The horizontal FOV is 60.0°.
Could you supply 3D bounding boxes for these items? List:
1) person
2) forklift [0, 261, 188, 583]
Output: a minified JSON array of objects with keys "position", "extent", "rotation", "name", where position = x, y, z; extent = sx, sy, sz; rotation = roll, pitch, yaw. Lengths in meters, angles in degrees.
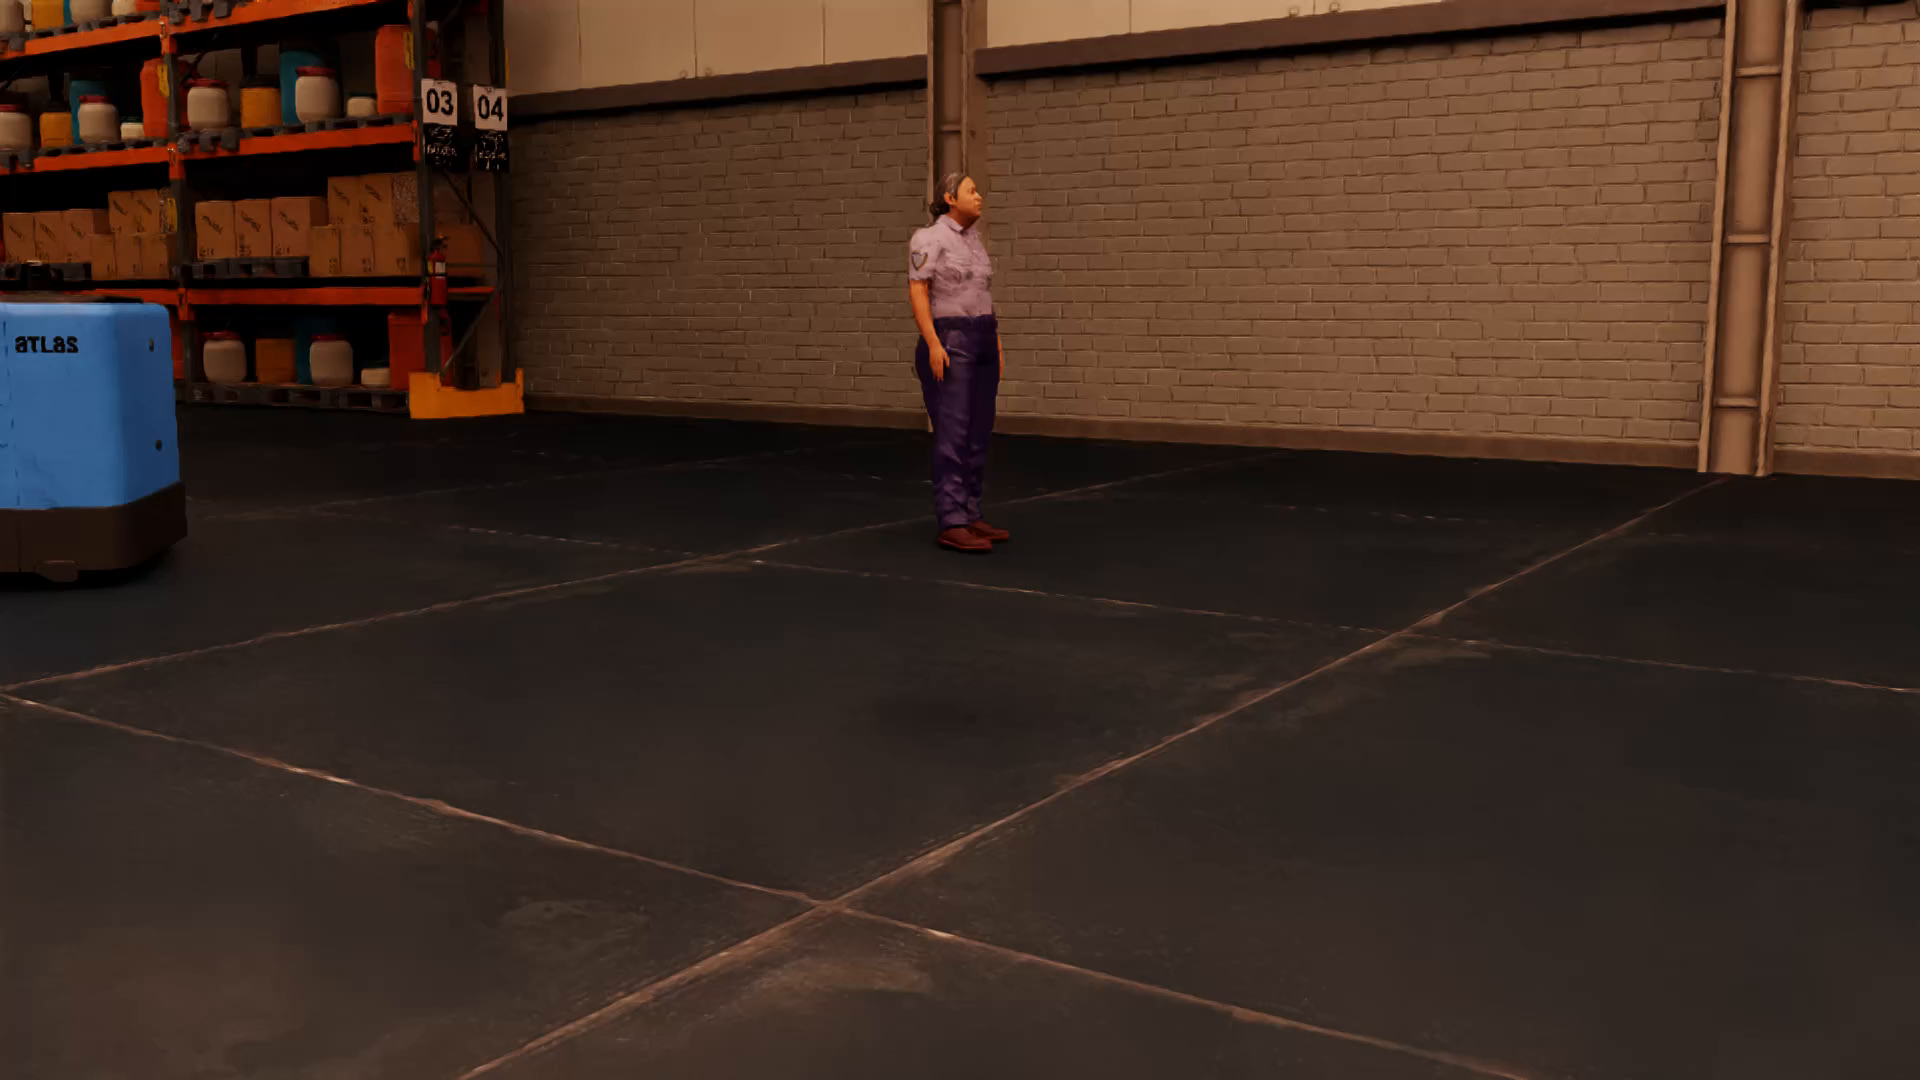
[{"position":[0.062,-0.805,7.419],"extent":[0.501,1.633,0.599],"rotation":[5,10,34],"name":"person"},{"position":[-4.741,-1.293,6.288],"extent":[3.031,2.935,1.130],"rotation":[-2,8,-13],"name":"forklift"}]
